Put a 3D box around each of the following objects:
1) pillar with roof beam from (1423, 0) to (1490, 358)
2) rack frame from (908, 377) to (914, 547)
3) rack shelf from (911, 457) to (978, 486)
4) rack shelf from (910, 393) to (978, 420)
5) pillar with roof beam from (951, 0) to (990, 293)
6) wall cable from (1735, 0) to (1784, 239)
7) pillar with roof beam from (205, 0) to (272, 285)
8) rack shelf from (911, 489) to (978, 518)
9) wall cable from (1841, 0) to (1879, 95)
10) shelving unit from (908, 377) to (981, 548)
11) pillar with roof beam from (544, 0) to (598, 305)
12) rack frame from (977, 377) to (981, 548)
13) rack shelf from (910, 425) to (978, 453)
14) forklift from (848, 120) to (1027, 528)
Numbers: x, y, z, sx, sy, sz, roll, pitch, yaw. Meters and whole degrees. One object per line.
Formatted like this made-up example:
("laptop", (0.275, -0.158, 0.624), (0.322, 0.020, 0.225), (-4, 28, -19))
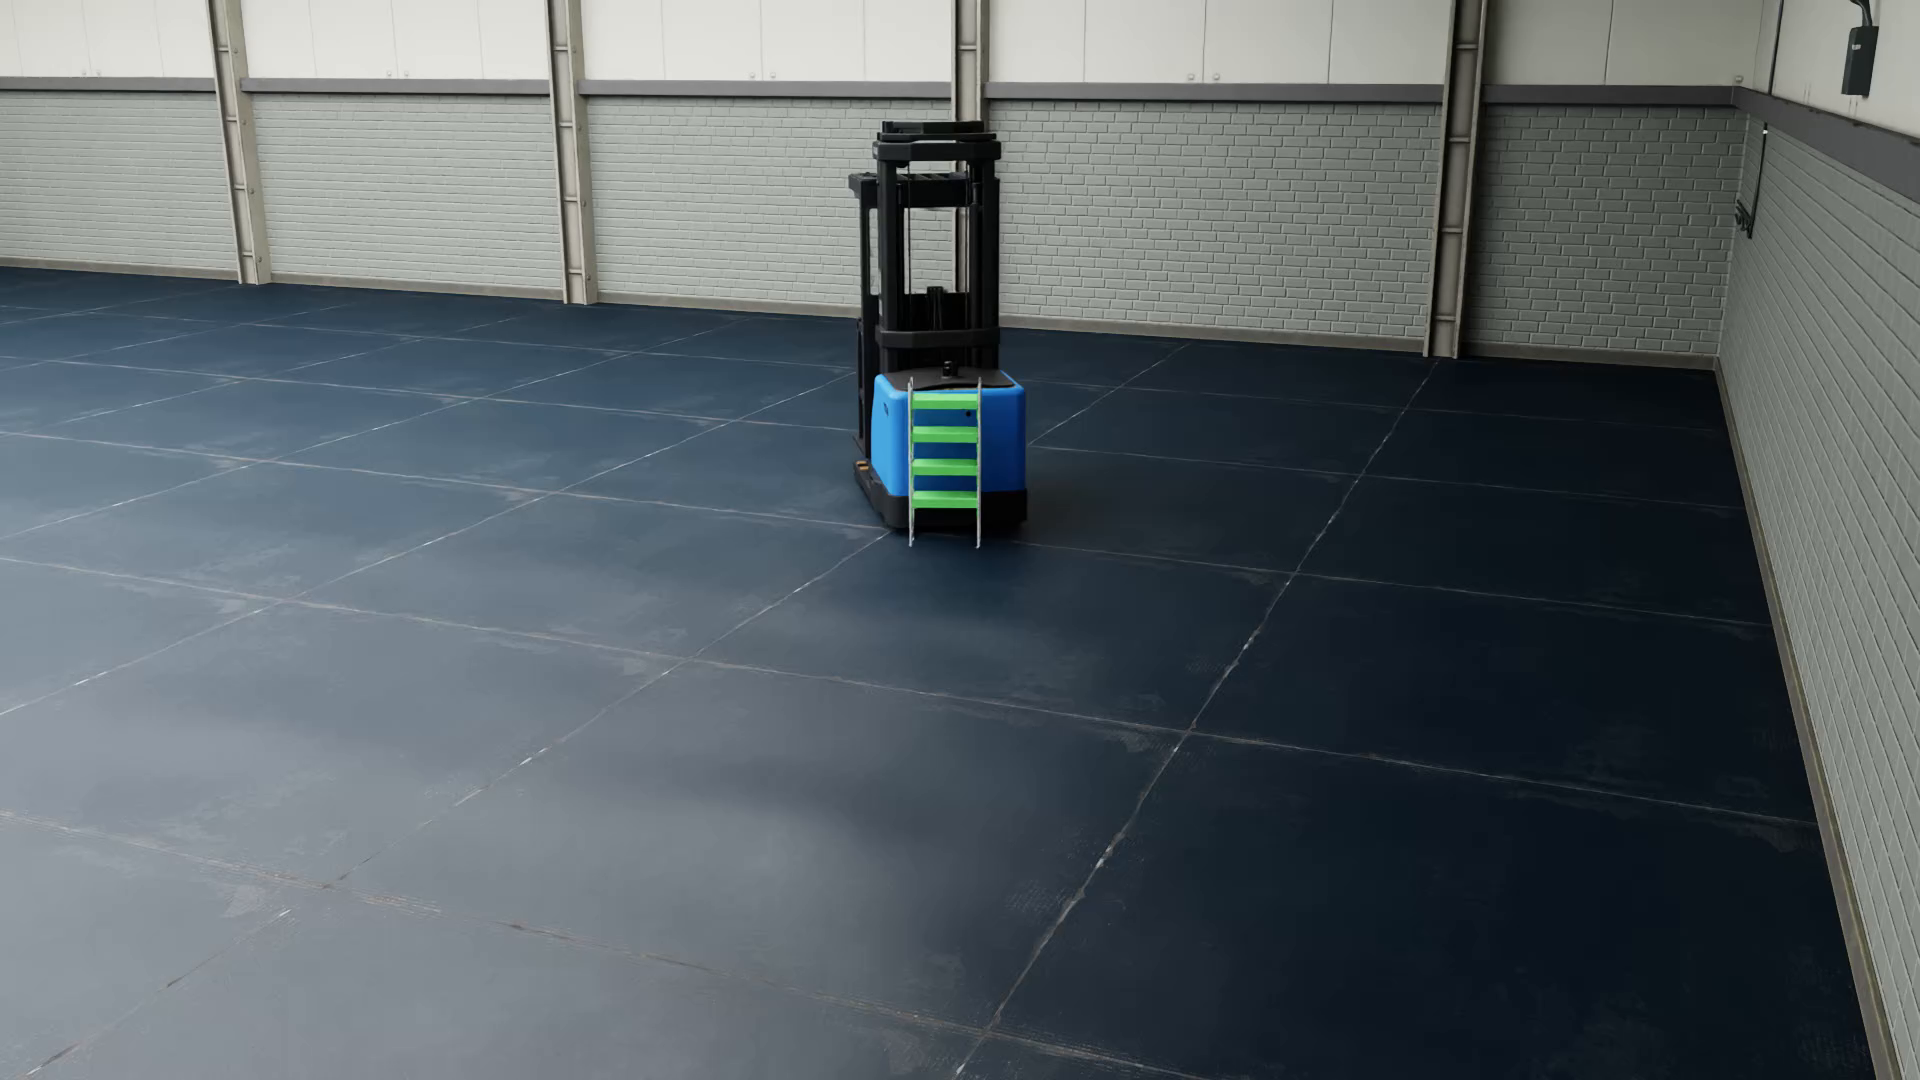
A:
("pillar with roof beam", (4.131, -5.394, 14.615), (0.400, 9.000, 9.100), (6, 17, 21))
("rack frame", (-0.351, -0.556, 11.936), (0.015, 1.200, 0.240), (0, 16, 2))
("rack shelf", (-0.107, -0.492, 11.947), (0.480, 0.148, 0.258), (0, 16, 2))
("rack shelf", (-0.107, -0.953, 11.813), (0.480, 0.148, 0.258), (0, 16, 2))
("pillar with roof beam", (-1.450, -6.008, 16.729), (0.400, 9.000, 9.100), (6, 17, 21))
("wall cable", (7.966, -4.375, 16.674), (0.112, 2.526, 3.097), (6, 17, 21))
("pillar with roof beam", (-12.613, -7.236, 20.957), (0.400, 9.000, 9.100), (6, 17, 21))
("rack shelf", (-0.107, -0.262, 12.013), (0.480, 0.148, 0.258), (0, 16, 2))
("wall cable", (4.468, -5.039, 7.292), (0.169, 6.003, 2.305), (6, 17, 21))
("shelving unit", (-0.107, -0.554, 11.929), (0.503, 1.200, 0.258), (0, 16, 2))
("pillar with roof beam", (-7.032, -6.622, 18.843), (0.400, 9.000, 9.100), (6, 17, 21))
("rack frame", (0.137, -0.552, 11.922), (0.015, 1.200, 0.240), (0, 16, 2))
("rack shelf", (-0.107, -0.723, 11.880), (0.480, 0.148, 0.258), (0, 16, 2))
("forklift", (-0.283, -1.862, 13.332), (1.130, 2.935, 3.031), (-3, 16, -11))
